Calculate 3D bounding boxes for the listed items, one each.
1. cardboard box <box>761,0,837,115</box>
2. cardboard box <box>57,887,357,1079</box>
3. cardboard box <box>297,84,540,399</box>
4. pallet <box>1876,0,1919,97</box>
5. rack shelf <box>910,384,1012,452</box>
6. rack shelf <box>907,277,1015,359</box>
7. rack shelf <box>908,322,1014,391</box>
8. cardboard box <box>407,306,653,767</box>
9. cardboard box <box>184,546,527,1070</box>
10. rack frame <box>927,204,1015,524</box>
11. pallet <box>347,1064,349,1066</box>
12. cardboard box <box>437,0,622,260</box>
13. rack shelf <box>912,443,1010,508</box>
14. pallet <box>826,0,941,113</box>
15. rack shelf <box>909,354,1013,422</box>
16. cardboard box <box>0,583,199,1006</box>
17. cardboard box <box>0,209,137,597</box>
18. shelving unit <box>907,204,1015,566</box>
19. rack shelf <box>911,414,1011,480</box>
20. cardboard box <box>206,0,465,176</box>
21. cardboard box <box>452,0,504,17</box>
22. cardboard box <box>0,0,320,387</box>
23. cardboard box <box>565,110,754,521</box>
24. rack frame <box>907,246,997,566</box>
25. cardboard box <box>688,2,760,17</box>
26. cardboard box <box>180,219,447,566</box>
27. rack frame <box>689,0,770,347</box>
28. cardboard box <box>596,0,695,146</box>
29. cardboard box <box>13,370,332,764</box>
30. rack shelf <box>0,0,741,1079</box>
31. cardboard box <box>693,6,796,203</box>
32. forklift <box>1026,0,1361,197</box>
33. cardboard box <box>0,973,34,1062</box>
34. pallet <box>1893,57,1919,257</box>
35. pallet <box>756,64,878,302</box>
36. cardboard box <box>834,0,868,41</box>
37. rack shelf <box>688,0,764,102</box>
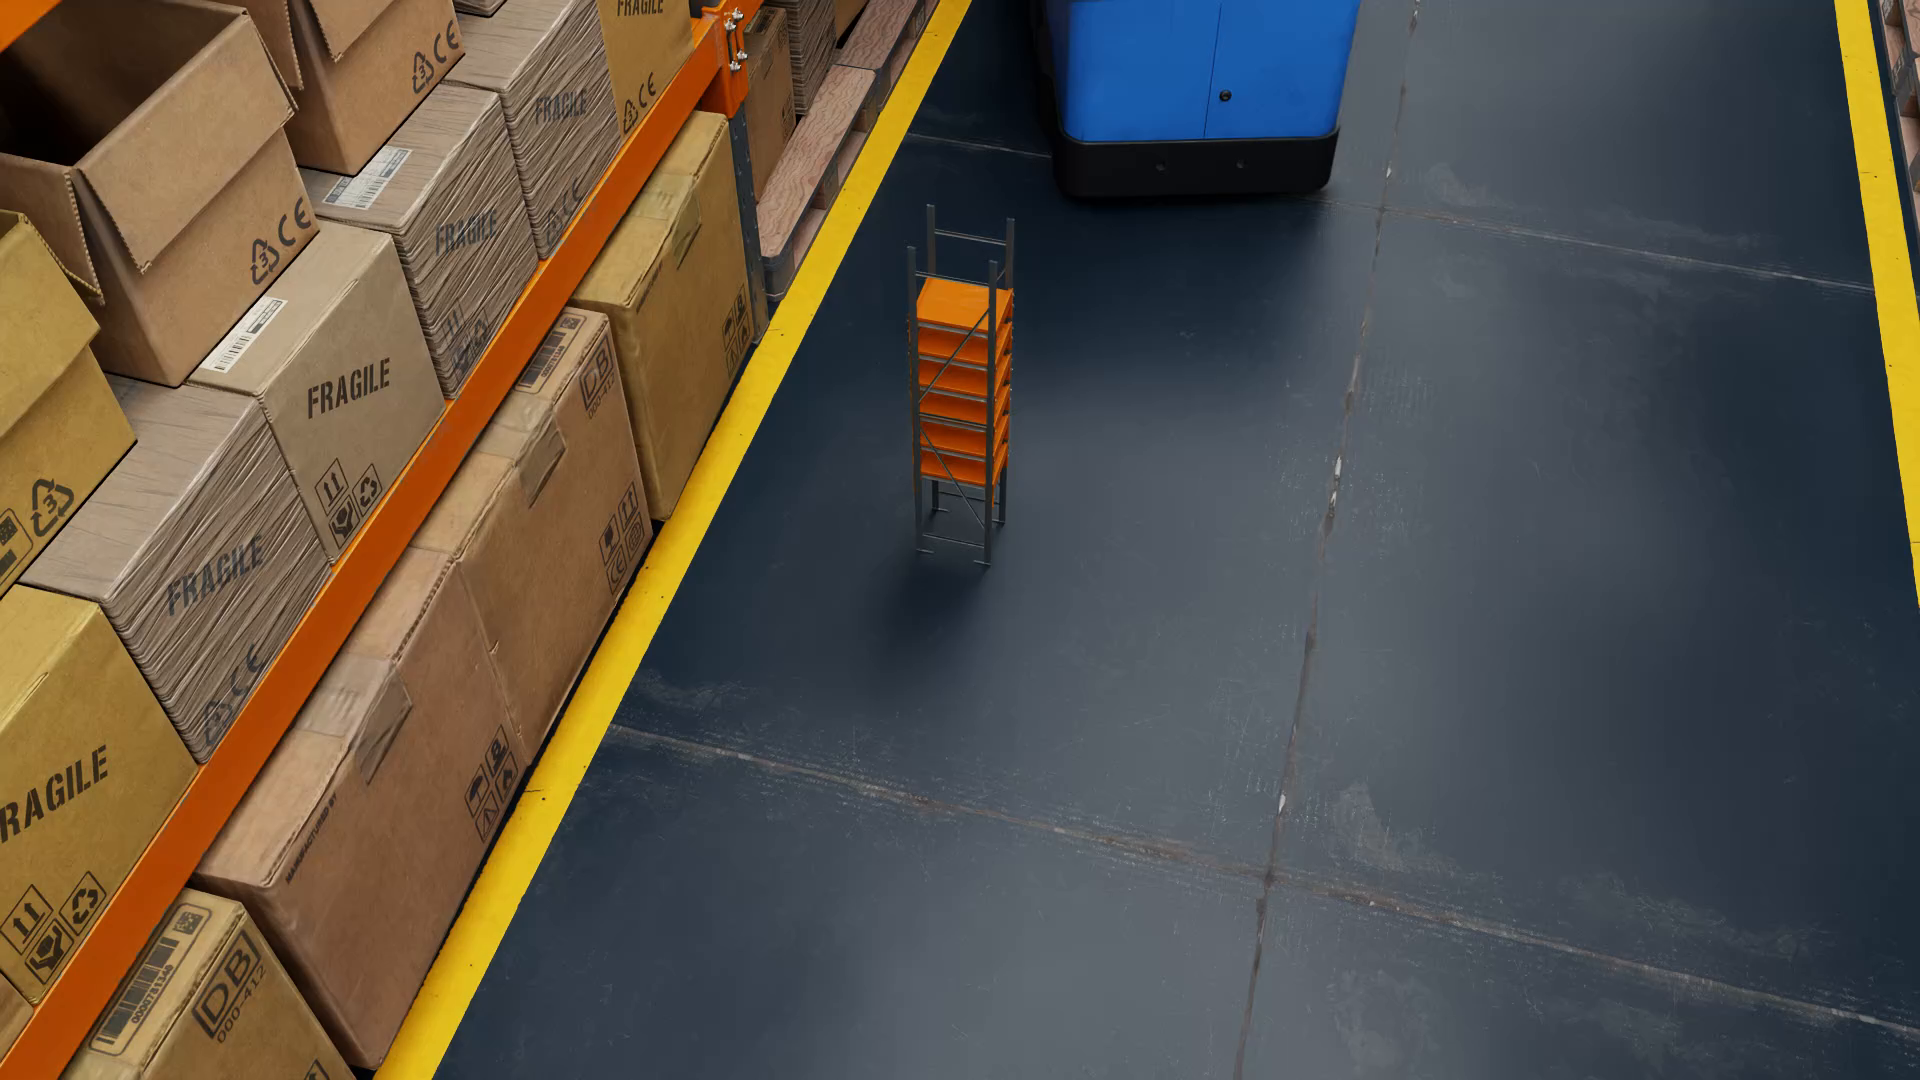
[{"bbox_3d":[-0.885,-2.026,6.411,0.700,0.500,0.500,8,49,7],"label":"cardboard box"},{"bbox_3d":[-2.080,1.176,3.349,1.225,0.875,0.875,12,50,10],"label":"cardboard box"},{"bbox_3d":[-1.337,-0.706,3.806,0.500,0.500,0.500,10,49,9],"label":"cardboard box"},{"bbox_3d":[4.486,-2.232,7.079,1.003,0.211,1.213,12,50,10],"label":"pallet"},{"bbox_3d":[0.004,-0.378,4.843,0.258,0.103,0.180,12,50,10],"label":"rack shelf"},{"bbox_3d":[0.004,-0.616,4.573,0.258,0.103,0.180,12,50,10],"label":"rack shelf"},{"bbox_3d":[0.004,-0.537,4.663,0.258,0.103,0.180,12,50,10],"label":"rack shelf"},{"bbox_3d":[-1.620,-0.112,4.486,1.225,0.875,0.875,12,50,10],"label":"cardboard box"},{"bbox_3d":[-1.845,0.529,3.919,1.225,0.875,0.875,10,49,9],"label":"cardboard box"},{"bbox_3d":[0.028,-0.474,4.868,0.240,1.200,0.006,12,50,10],"label":"rack frame"},{"bbox_3d":[-2.098,1.428,3.849,1.003,0.211,1.213,12,50,10],"label":"pallet"},{"bbox_3d":[-1.204,-1.083,4.138,0.500,0.500,0.500,11,50,10],"label":"cardboard box"},{"bbox_3d":[0.004,-0.219,5.023,0.258,0.103,0.180,12,50,10],"label":"rack shelf"},{"bbox_3d":[-0.646,-2.337,7.172,1.003,0.211,1.213,12,50,10],"label":"pallet"},{"bbox_3d":[0.004,-0.458,4.753,0.258,0.103,0.180,12,50,10],"label":"rack shelf"},{"bbox_3d":[-1.735,0.398,2.831,0.500,0.500,0.500,12,50,10],"label":"cardboard box"},{"bbox_3d":[-1.877,-0.244,2.729,0.797,0.503,0.637,12,50,10],"label":"cardboard box"},{"bbox_3d":[0.004,-0.407,4.809,0.258,1.200,0.189,12,50,10],"label":"shelving unit"},{"bbox_3d":[0.004,-0.299,4.933,0.258,0.103,0.180,12,50,10],"label":"rack shelf"},{"bbox_3d":[-1.558,-1.183,3.558,0.797,0.503,0.637,13,50,11],"label":"cardboard box"},{"bbox_3d":[-1.384,-1.654,3.974,0.797,0.503,0.637,13,50,11],"label":"cardboard box"},{"bbox_3d":[-1.728,-0.697,3.129,0.797,0.503,0.637,13,50,11],"label":"cardboard box"},{"bbox_3d":[-1.378,-0.756,5.053,1.225,0.875,0.875,9,49,8],"label":"cardboard box"},{"bbox_3d":[-0.020,-0.341,4.751,0.240,1.200,0.006,12,50,10],"label":"rack frame"},{"bbox_3d":[-1.029,-1.872,5.775,0.500,0.250,0.500,13,50,12],"label":"cardboard box"},{"bbox_3d":[-1.472,-0.339,3.481,0.500,0.500,0.500,12,50,11],"label":"cardboard box"},{"bbox_3d":[-1.176,-1.815,4.851,1.000,3.000,0.127,12,50,10],"label":"rack frame"},{"bbox_3d":[-1.067,-1.442,4.455,0.500,0.500,0.500,13,50,11],"label":"cardboard box"},{"bbox_3d":[-1.603,0.036,3.151,0.500,0.500,0.500,11,49,9],"label":"cardboard box"},{"bbox_3d":[-1.702,-0.130,3.844,1.077,0.370,4.000,12,50,10],"label":"rack shelf"},{"bbox_3d":[-1.019,-1.622,6.055,0.700,0.500,0.500,9,49,8],"label":"cardboard box"},{"bbox_3d":[0.839,-3.368,6.268,1.130,2.935,3.031,-2,49,-2],"label":"forklift"},{"bbox_3d":[-1.867,0.762,2.510,0.500,0.500,0.500,12,50,10],"label":"cardboard box"},{"bbox_3d":[4.167,-1.347,6.298,1.003,0.211,1.213,12,50,10],"label":"pallet"},{"bbox_3d":[-0.969,-1.457,6.395,1.003,0.211,1.213,12,50,10],"label":"pallet"},{"bbox_3d":[-0.743,-2.437,6.774,0.700,0.500,0.500,15,50,13],"label":"cardboard box"},{"bbox_3d":[-0.650,-3.023,6.398,1.077,0.370,4.000,12,50,10],"label":"rack shelf"}]
